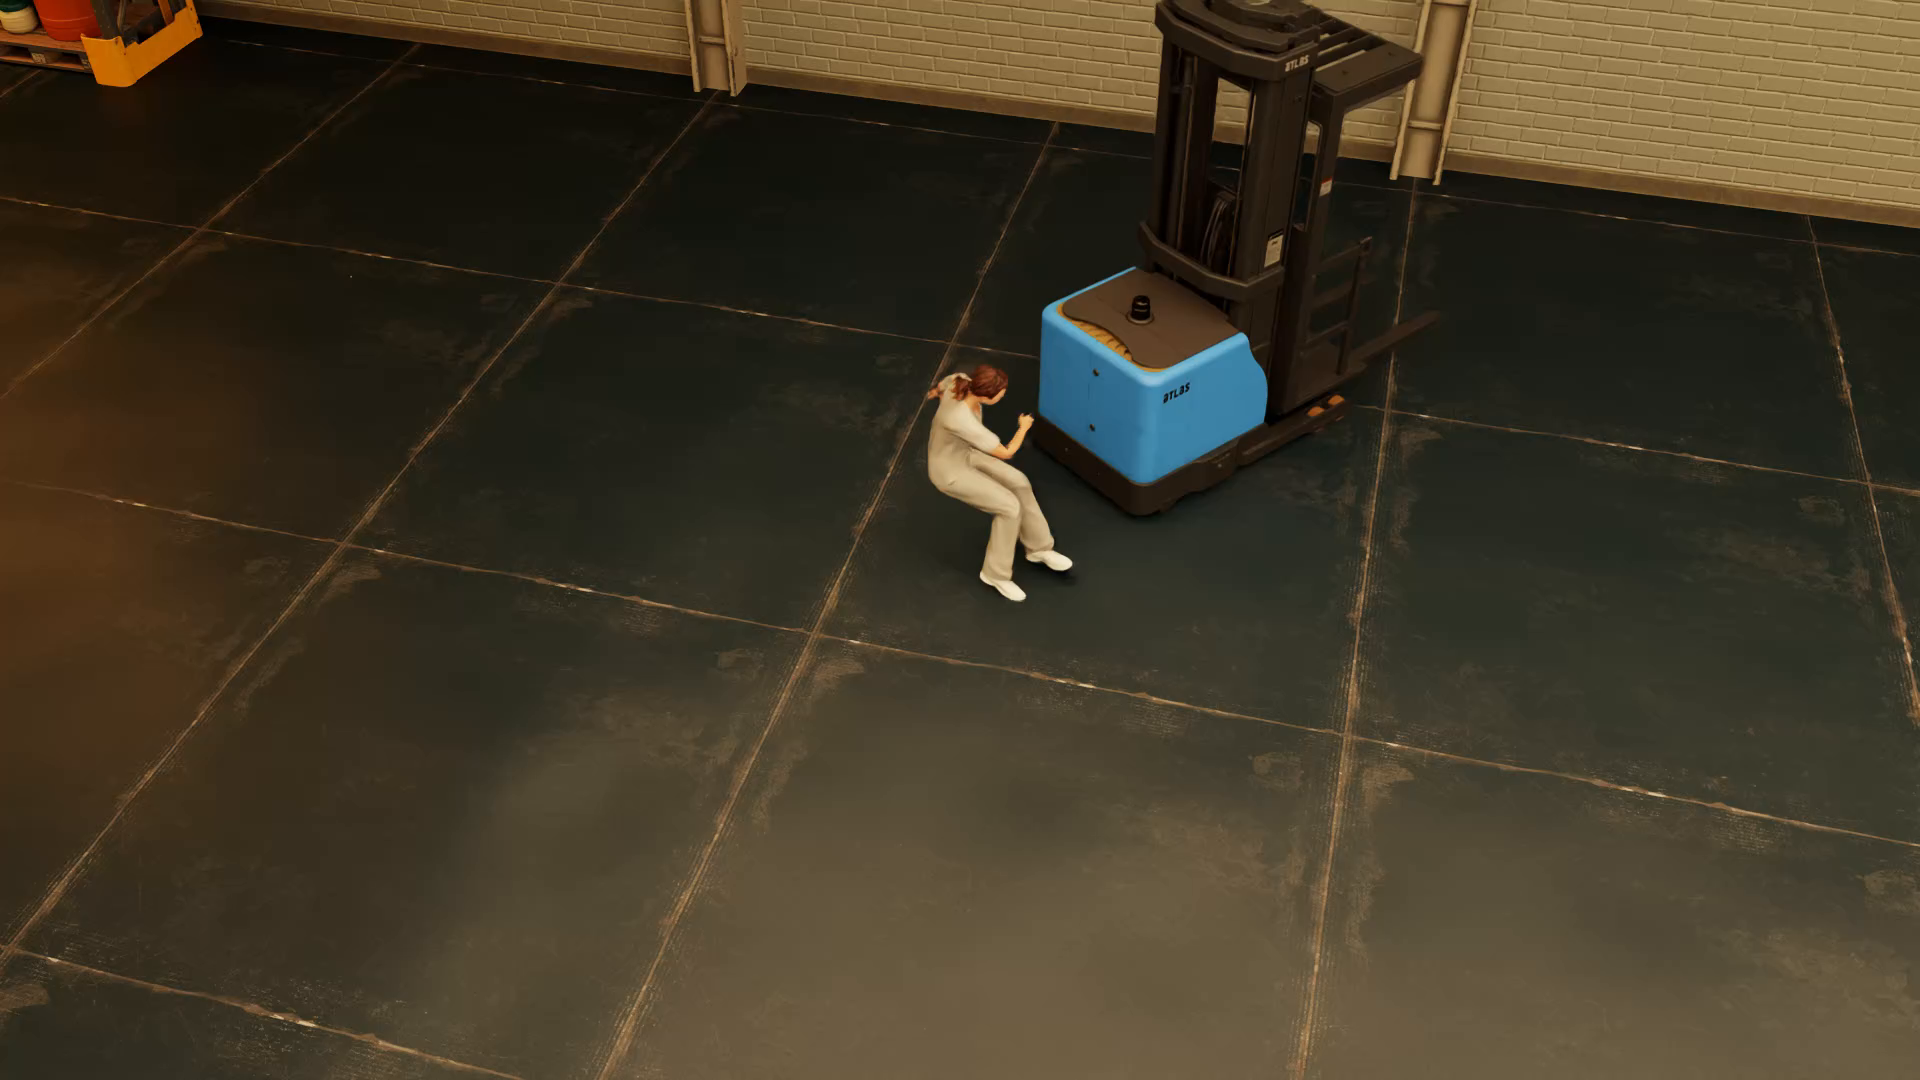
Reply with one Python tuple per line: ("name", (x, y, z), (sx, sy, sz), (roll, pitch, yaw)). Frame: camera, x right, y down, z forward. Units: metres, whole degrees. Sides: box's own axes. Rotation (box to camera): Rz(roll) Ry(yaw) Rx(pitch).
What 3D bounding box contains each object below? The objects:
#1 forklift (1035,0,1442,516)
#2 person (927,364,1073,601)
("forklift", (1.951, -2.057, 10.208), (3.031, 2.935, 1.130), (-28, 48, -28))
("person", (0.226, -0.489, 9.592), (0.903, 1.420, 0.971), (2, 41, 3))
